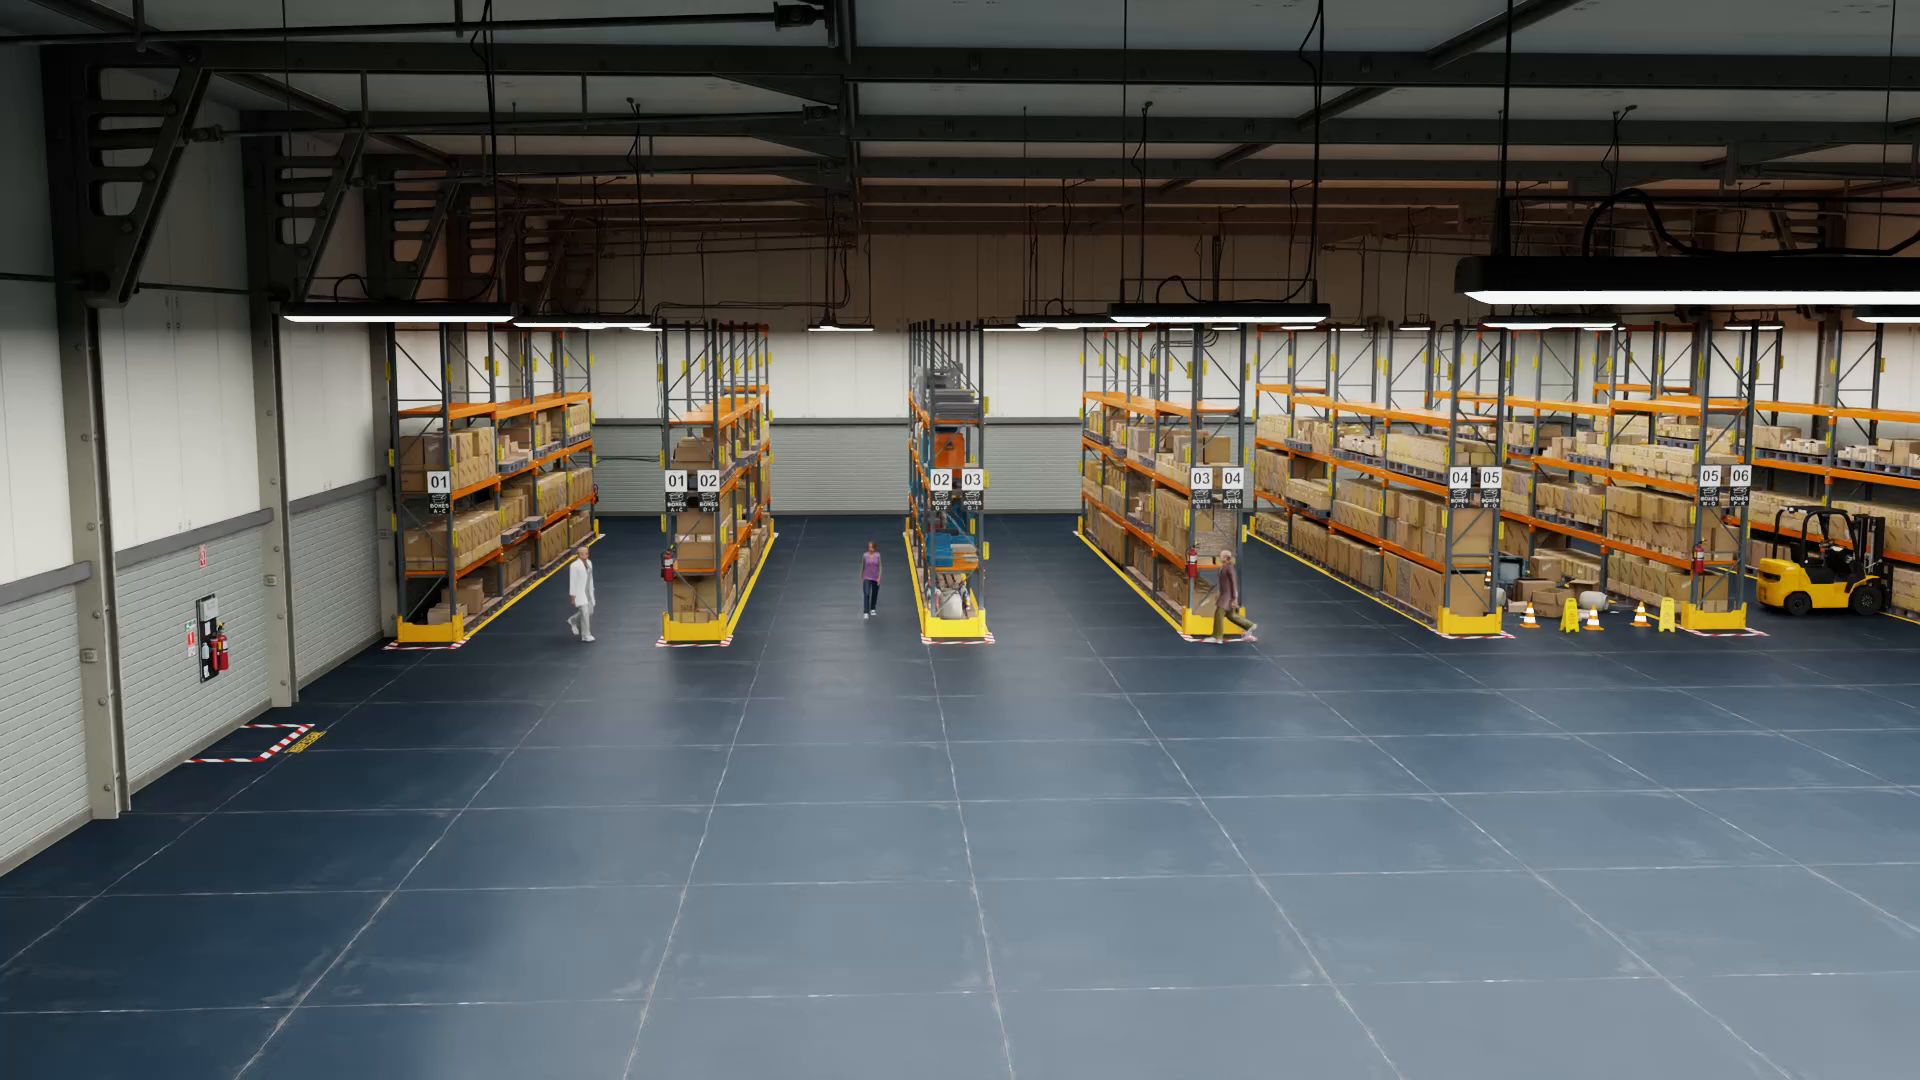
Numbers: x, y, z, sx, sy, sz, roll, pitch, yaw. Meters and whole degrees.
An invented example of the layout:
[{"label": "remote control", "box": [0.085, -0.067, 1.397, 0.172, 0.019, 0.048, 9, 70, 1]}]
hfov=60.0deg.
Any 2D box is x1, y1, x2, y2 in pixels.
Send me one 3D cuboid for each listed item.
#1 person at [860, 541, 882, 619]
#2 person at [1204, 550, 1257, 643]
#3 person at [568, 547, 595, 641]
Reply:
[{"label": "person", "box": [-1.786, 0.796, 33.536, 0.438, 1.549, 0.945, -1, 7, -11]}, {"label": "person", "box": [5.043, 1.044, 30.888, 1.061, 1.737, 0.650, -1, 7, -7]}, {"label": "person", "box": [-7.122, 0.990, 31.168, 0.869, 1.754, 0.594, 5, 9, 37]}]
